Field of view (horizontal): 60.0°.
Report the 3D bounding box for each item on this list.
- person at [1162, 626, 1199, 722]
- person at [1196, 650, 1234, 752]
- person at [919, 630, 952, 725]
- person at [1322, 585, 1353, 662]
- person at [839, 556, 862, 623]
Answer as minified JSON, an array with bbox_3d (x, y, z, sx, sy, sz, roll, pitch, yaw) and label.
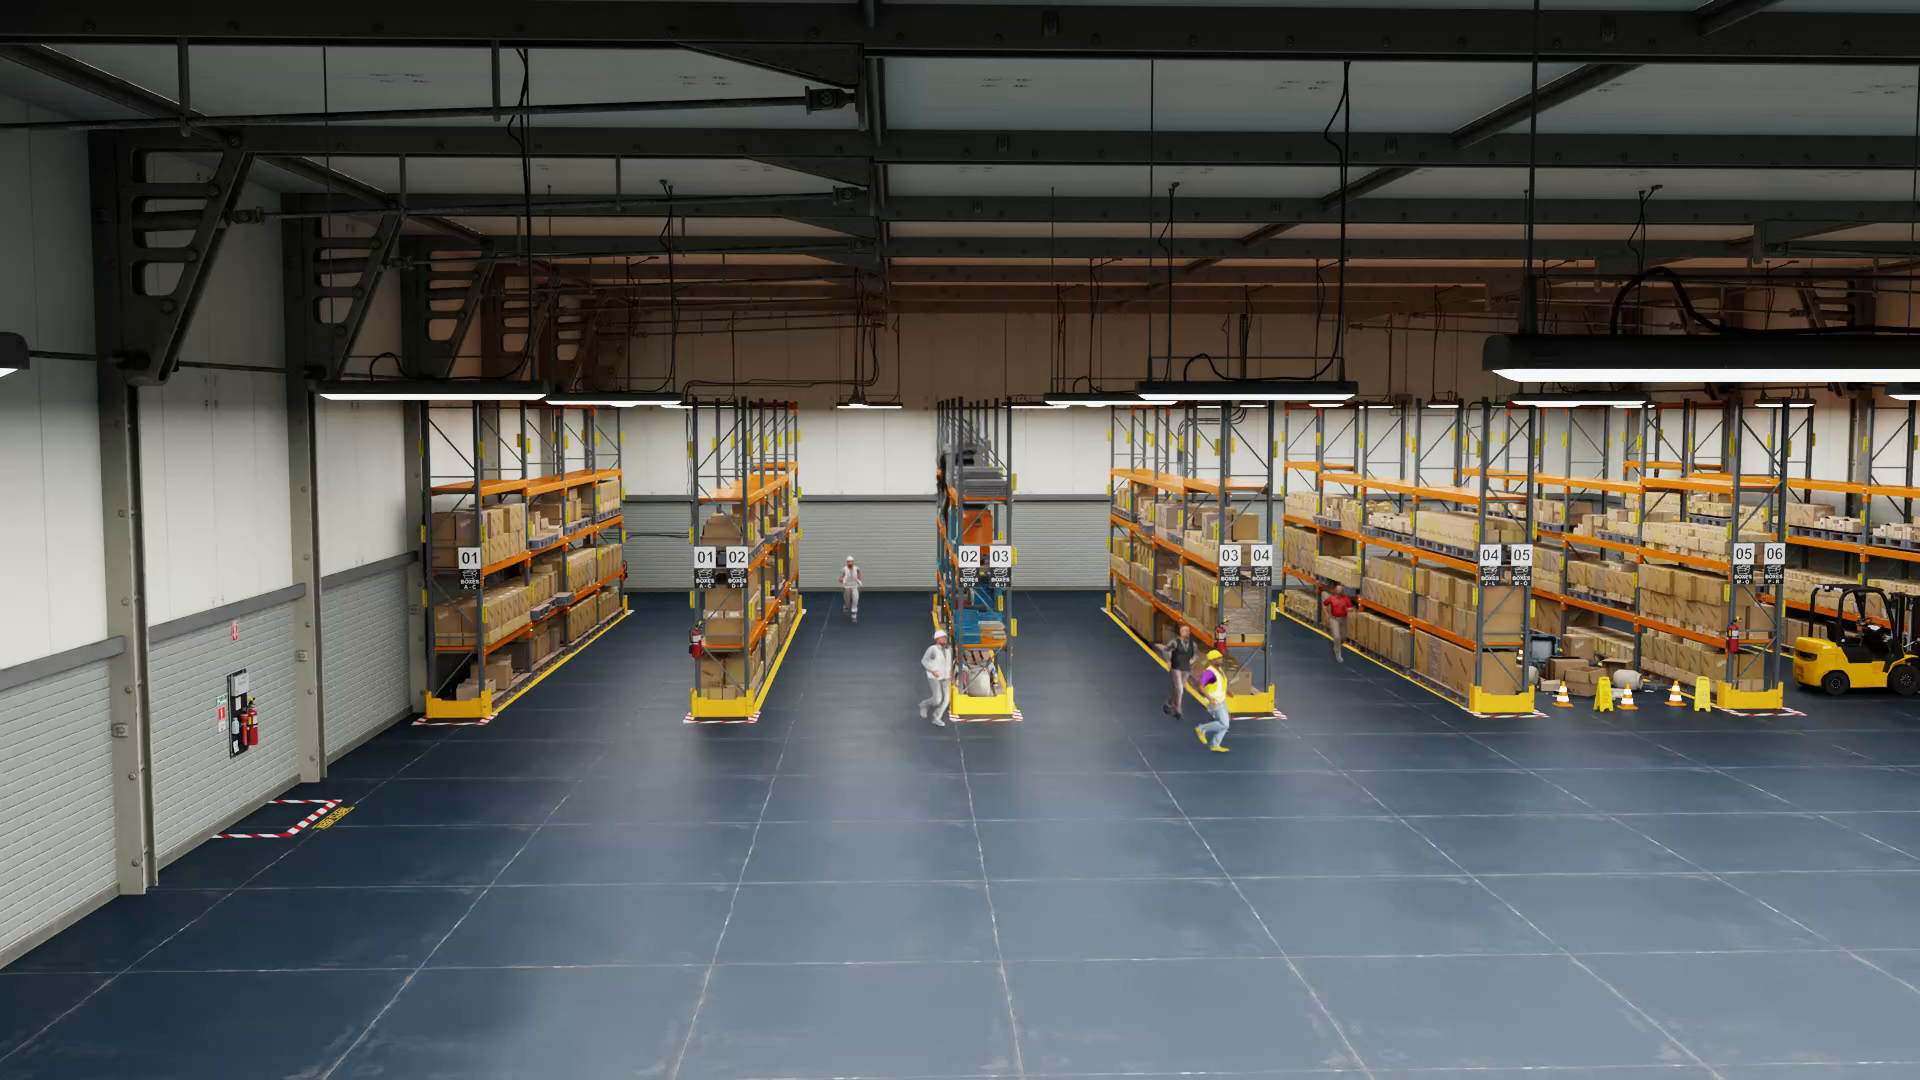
[{"bbox_3d":[4.150,2.476,31.092,0.645,1.740,0.807,-2,5,-25],"label":"person"},{"bbox_3d":[4.293,2.707,28.018,0.578,1.712,0.718,2,5,28],"label":"person"},{"bbox_3d":[-0.402,2.512,30.525,0.682,1.731,0.579,-4,6,-39],"label":"person"},{"bbox_3d":[8.702,1.891,38.199,0.662,1.716,0.989,-1,4,-7],"label":"person"},{"bbox_3d":[-2.999,1.328,45.372,0.640,1.783,0.987,-1,5,-15],"label":"person"}]
